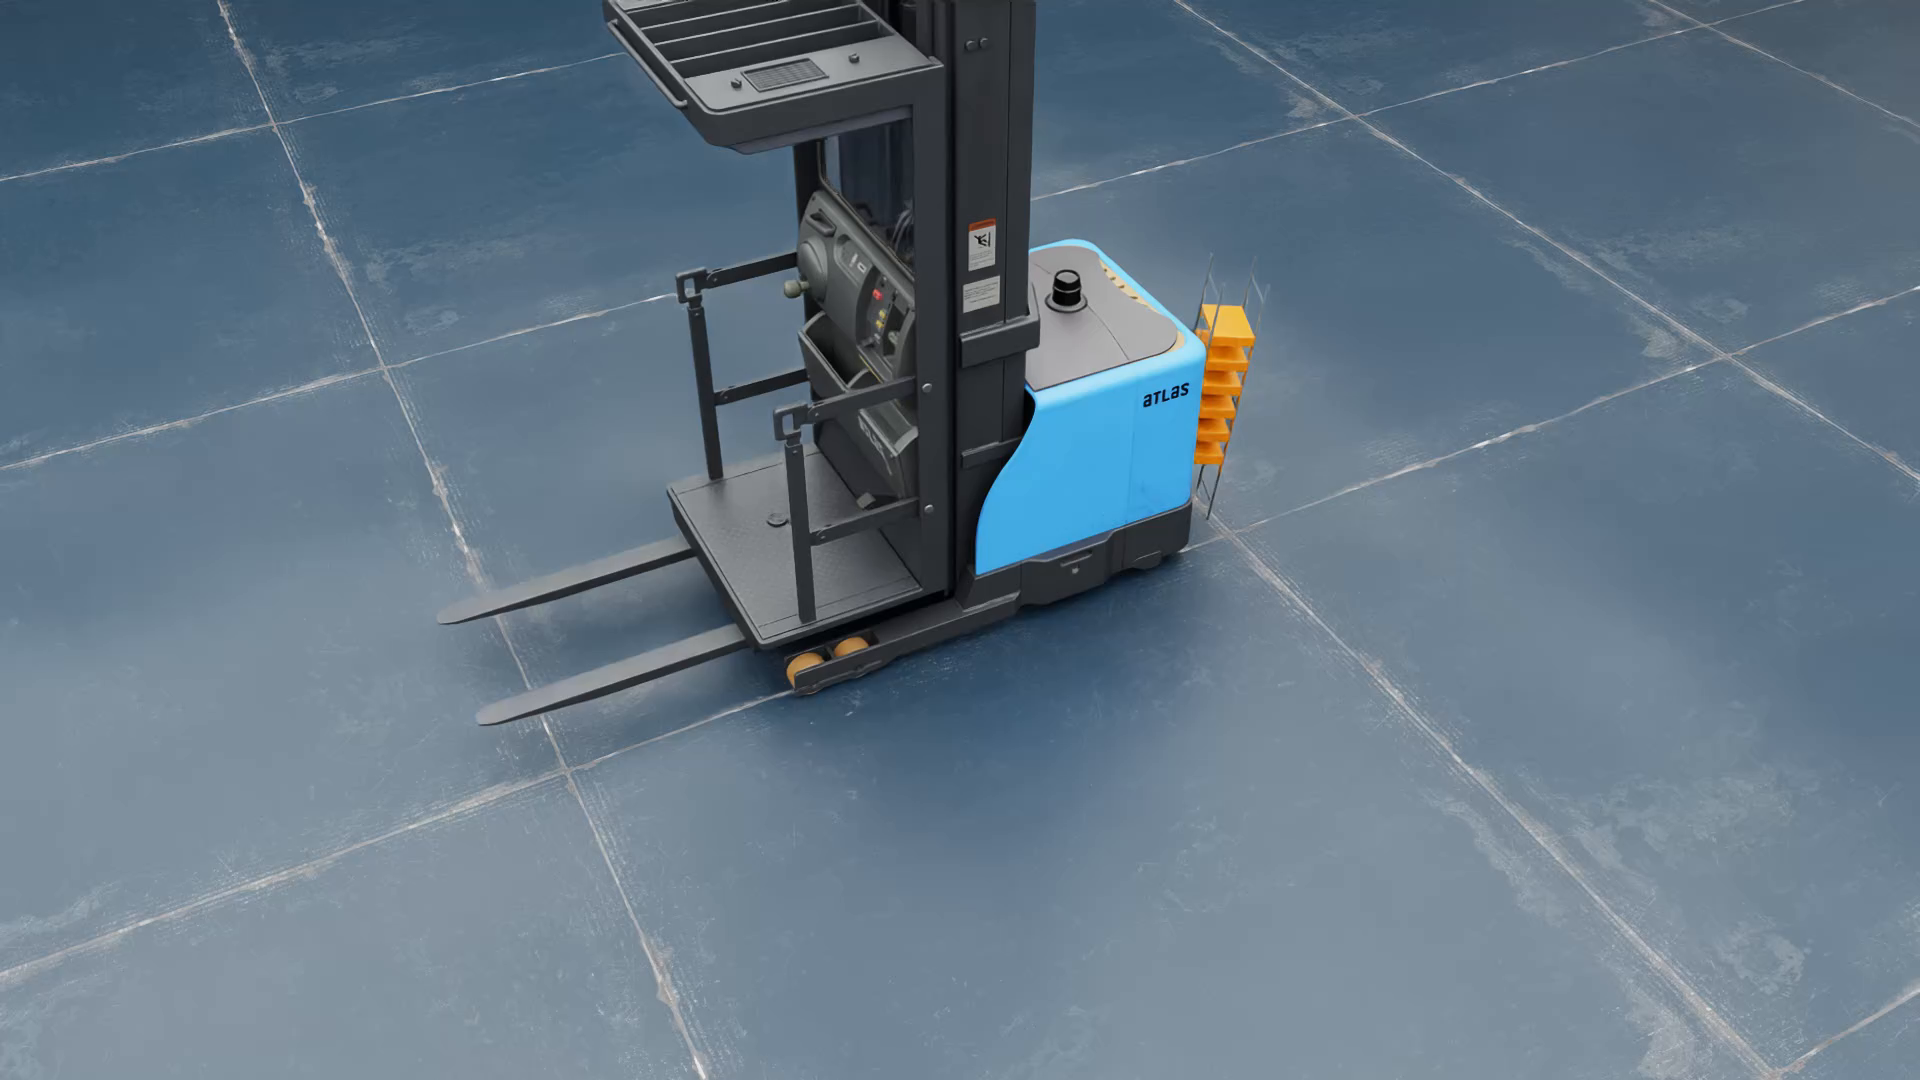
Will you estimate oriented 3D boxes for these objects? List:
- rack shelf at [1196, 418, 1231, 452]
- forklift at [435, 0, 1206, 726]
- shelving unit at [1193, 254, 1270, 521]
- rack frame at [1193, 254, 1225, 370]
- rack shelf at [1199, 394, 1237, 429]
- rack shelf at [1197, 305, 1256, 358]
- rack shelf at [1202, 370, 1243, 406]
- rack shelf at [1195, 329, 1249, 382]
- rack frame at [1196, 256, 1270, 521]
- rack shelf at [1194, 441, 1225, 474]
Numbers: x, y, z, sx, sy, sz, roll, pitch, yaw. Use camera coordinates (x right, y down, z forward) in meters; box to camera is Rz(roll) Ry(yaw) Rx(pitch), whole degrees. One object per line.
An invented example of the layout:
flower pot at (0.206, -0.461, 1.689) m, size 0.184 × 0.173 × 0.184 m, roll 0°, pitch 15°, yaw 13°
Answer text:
rack shelf at (1.040, -0.495, 7.148) m, size 0.180 × 0.103 × 0.258 m, roll 1°, pitch 40°, yaw -8°
forklift at (-0.569, -0.903, 6.049) m, size 3.031 × 2.935 × 1.130 m, roll -18°, pitch 44°, yaw -20°
shelving unit at (1.058, -0.621, 7.044) m, size 0.189 × 1.200 × 0.258 m, roll 1°, pitch 40°, yaw -8°
rack frame at (0.968, -0.623, 7.031) m, size 0.006 × 1.200 × 0.240 m, roll 1°, pitch 40°, yaw -8°
rack shelf at (1.053, -0.587, 7.072) m, size 0.180 × 0.103 × 0.258 m, roll 1°, pitch 40°, yaw -8°
rack shelf at (1.092, -0.864, 6.844) m, size 0.180 × 0.103 × 0.258 m, roll 1°, pitch 40°, yaw -8°
rack shelf at (1.066, -0.679, 6.996) m, size 0.180 × 0.103 × 0.258 m, roll 1°, pitch 40°, yaw -8°
rack shelf at (1.079, -0.771, 6.920) m, size 0.180 × 0.103 × 0.258 m, roll 1°, pitch 40°, yaw -8°
rack frame at (1.149, -0.619, 7.057) m, size 0.006 × 1.200 × 0.240 m, roll 1°, pitch 40°, yaw -8°
rack shelf at (1.027, -0.403, 7.224) m, size 0.180 × 0.103 × 0.258 m, roll 1°, pitch 40°, yaw -8°
